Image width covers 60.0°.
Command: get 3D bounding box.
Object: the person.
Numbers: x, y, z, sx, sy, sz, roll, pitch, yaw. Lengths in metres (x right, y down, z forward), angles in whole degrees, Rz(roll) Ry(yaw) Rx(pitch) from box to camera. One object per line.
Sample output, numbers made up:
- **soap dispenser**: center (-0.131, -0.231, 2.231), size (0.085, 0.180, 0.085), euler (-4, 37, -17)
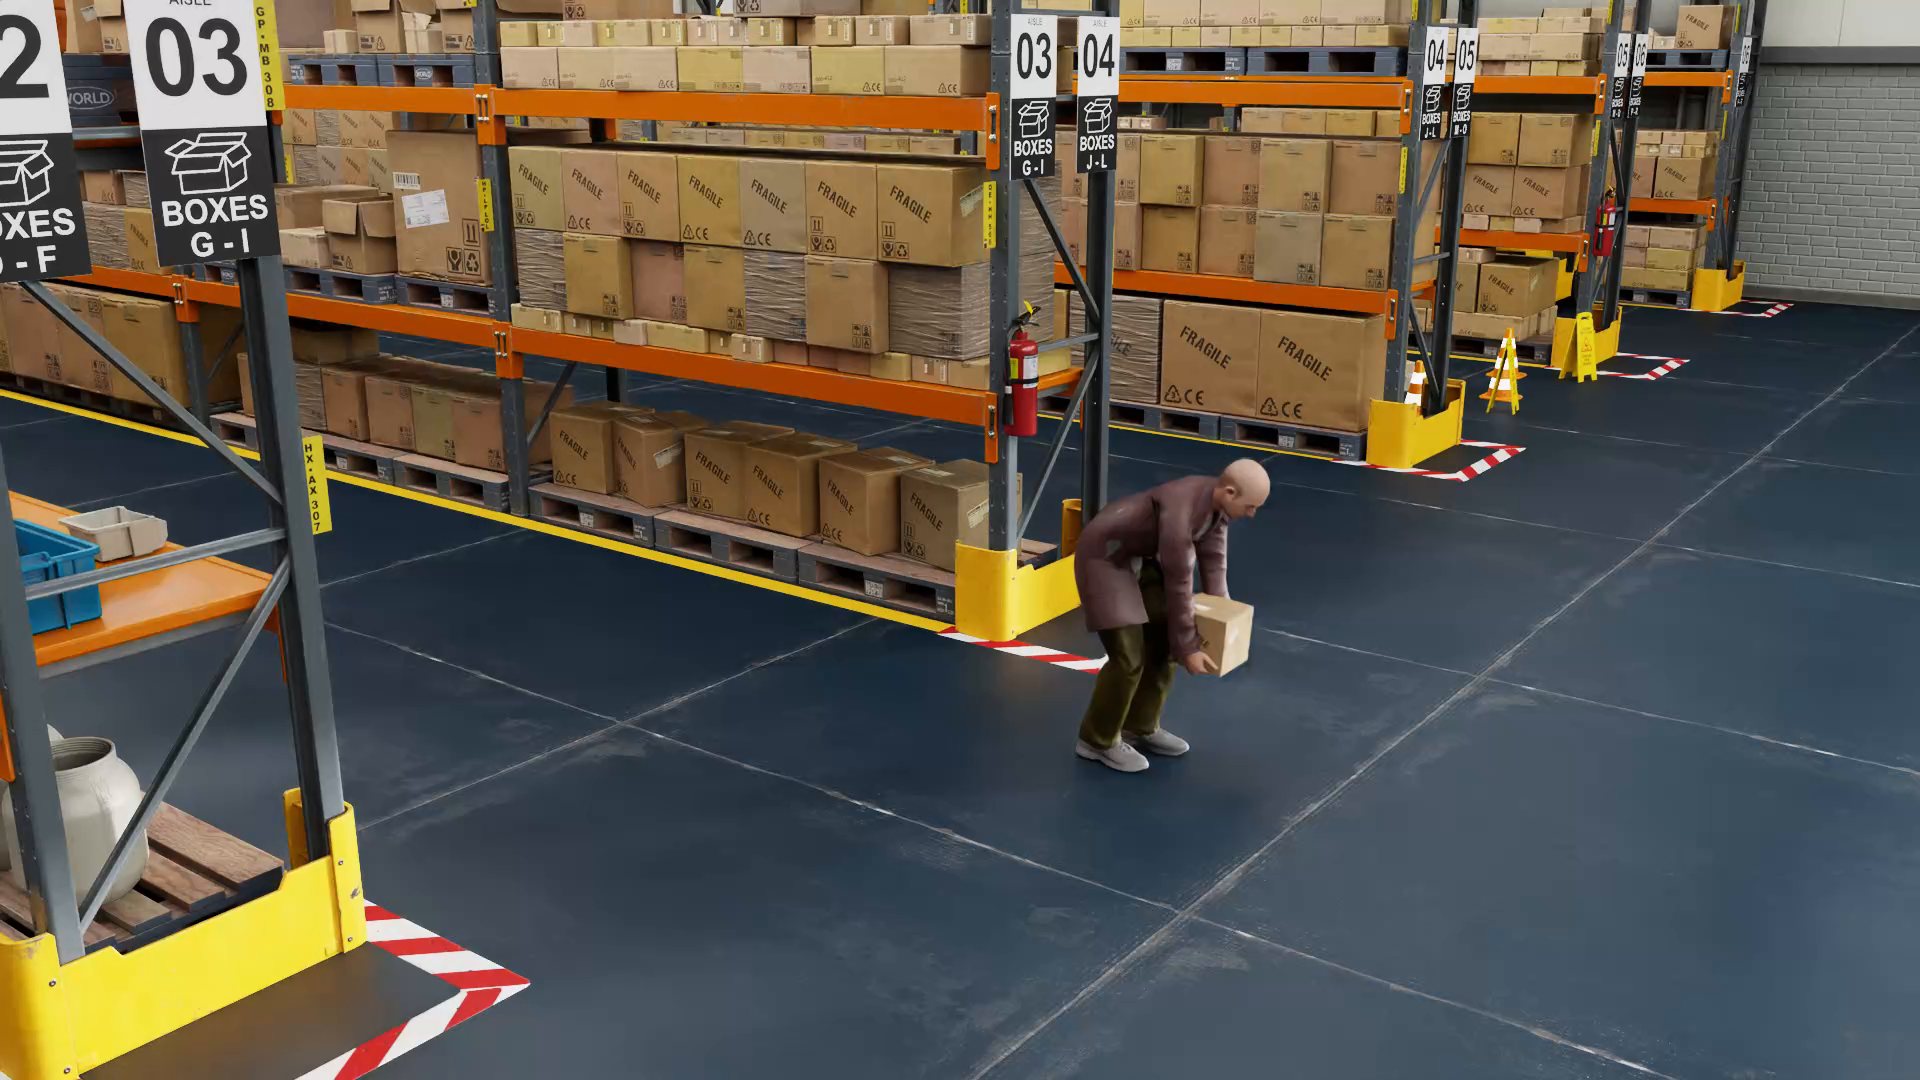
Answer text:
- **person**: center (0.893, 0.308, 7.155), size (0.858, 1.419, 0.552), euler (11, 20, 33)
